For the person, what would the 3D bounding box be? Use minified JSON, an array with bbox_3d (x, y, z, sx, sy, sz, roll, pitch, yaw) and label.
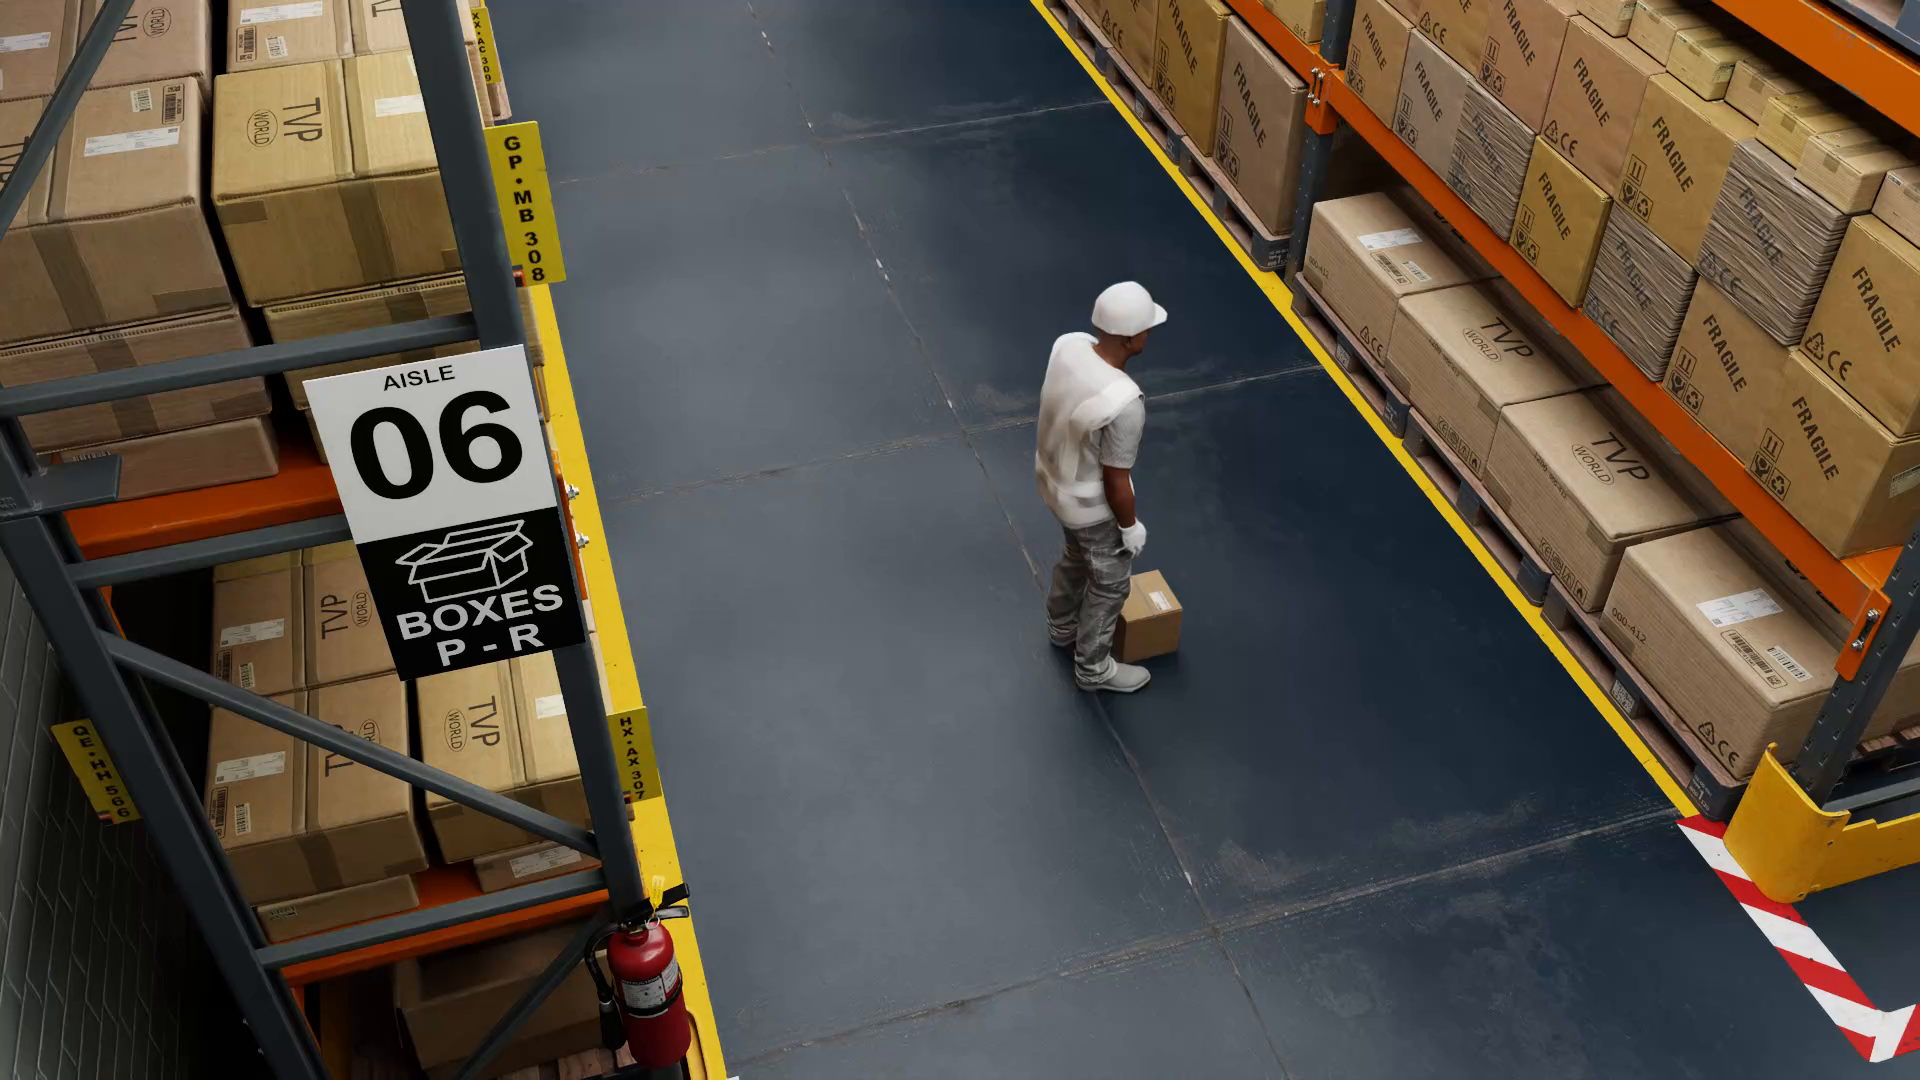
[{"bbox_3d":[0.529,-0.192,6.368,0.451,1.771,0.619,-14,44,-15],"label":"person"}]
